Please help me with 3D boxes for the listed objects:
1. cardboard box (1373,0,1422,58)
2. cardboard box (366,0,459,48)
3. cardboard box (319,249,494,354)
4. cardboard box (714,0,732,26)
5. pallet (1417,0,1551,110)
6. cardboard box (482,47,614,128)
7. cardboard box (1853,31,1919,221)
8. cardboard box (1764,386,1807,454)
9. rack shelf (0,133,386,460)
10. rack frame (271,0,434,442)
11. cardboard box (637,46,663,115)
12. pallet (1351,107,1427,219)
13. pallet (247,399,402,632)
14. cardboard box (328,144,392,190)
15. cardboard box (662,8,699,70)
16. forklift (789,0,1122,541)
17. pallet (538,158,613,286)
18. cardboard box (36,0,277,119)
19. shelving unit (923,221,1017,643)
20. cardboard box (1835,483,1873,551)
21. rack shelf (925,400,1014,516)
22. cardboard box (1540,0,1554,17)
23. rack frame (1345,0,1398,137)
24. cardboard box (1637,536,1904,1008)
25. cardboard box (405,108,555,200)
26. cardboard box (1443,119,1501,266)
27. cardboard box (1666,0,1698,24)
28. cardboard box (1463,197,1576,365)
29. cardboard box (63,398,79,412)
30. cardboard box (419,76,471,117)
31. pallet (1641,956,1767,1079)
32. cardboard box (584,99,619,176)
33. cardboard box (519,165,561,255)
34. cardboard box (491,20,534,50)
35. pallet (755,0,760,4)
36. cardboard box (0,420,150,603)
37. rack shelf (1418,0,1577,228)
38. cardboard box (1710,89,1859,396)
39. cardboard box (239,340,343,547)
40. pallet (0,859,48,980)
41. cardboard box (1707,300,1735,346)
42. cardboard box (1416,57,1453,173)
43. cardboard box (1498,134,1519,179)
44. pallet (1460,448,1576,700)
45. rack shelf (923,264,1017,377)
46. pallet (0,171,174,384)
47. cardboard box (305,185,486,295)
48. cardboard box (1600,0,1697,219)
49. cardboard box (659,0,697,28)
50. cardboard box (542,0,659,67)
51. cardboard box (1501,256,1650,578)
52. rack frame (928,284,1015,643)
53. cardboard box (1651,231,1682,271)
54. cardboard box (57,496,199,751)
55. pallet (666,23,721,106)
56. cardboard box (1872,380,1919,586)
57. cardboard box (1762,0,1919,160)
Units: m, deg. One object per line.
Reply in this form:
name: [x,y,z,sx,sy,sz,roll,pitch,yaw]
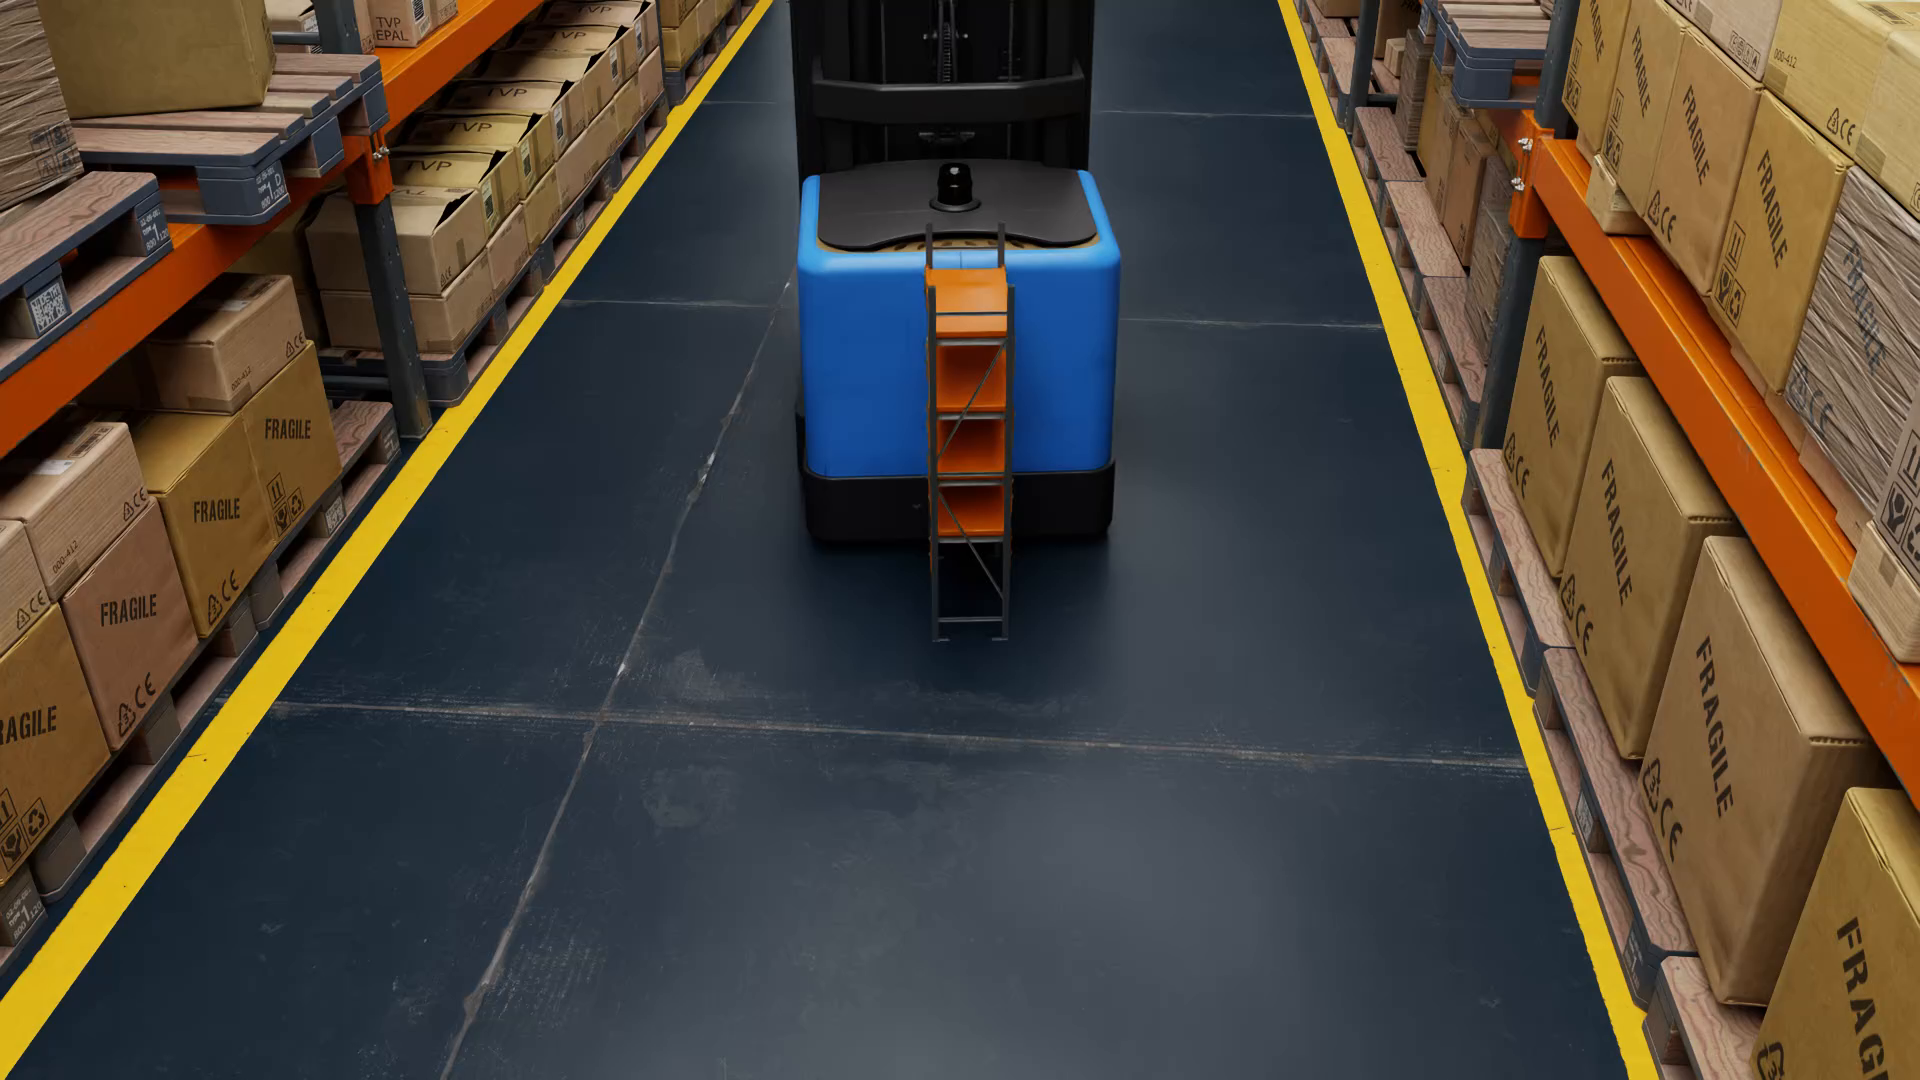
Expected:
cardboard box: [2.758,-3.256,10.138,0.500,0.500,0.500,0,32,0]
cardboard box: [-2.284,-2.128,6.429,0.500,0.311,0.500,2,32,3]
cardboard box: [-2.215,-0.976,6.696,0.500,0.250,0.500,2,32,4]
cardboard box: [-1.793,-3.558,10.886,0.500,0.250,0.500,2,32,4]
pallet: [2.339,-1.793,5.982,1.213,0.211,1.003,2,32,4]
cardboard box: [-2.051,-2.288,8.290,0.500,0.311,0.500,2,32,4]
cardboard box: [1.938,-0.691,2.900,0.500,0.250,0.500,3,32,5]
cardboard box: [1.987,-0.297,3.593,0.380,0.149,0.250,3,32,6]
rack shelf: [-2.713,-0.355,4.152,1.077,0.370,4.000,2,32,4]
rack frame: [-2.550,-1.707,5.660,1.000,3.000,0.127,2,32,4]
cardboard box: [-1.969,-2.577,9.294,0.500,0.250,0.500,2,32,4]
pallet: [2.651,-1.994,8.785,1.003,0.211,1.213,2,32,4]
pallet: [-2.649,-0.131,5.761,1.003,0.211,1.213,2,32,4]
cardboard box: [-2.717,-1.510,7.027,0.500,0.311,0.500,2,32,3]
cardboard box: [-1.885,-3.036,10.038,0.500,0.250,0.500,2,32,4]
forklift: [-0.078,-1.988,6.182,1.130,2.935,3.031,-2,32,-3]
pallet: [-2.342,-1.585,8.120,1.003,0.211,1.213,2,32,4]
cardboard box: [-2.489,-1.594,4.982,0.700,0.500,0.500,-8,33,-13]
shelving unit: [0.024,-0.320,5.126,0.258,1.200,0.503,-1,32,-2]
cardboard box: [1.919,-0.028,3.157,0.380,0.149,0.250,2,32,4]
rack shelf: [0.024,-0.263,5.161,0.258,0.148,0.480,-1,32,-2]
cardboard box: [2.416,-1.973,5.578,0.700,0.500,0.500,-1,32,-2]
rack frame: [2.713,-3.589,8.714,1.000,3.000,0.127,2,32,4]
cardboard box: [2.054,0.521,3.695,0.750,0.750,0.750,3,32,5]
cardboard box: [-2.137,-1.757,7.427,0.500,0.311,0.500,2,32,3]
cardboard box: [2.564,-1.524,7.328,0.700,0.500,0.500,2,32,4]
cardboard box: [2.050,-1.487,4.190,0.500,0.250,0.500,2,32,3]
cardboard box: [2.394,-0.999,6.475,0.700,0.500,0.500,3,32,5]
cardboard box: [-2.909,-0.330,5.390,0.500,0.500,0.500,1,32,2]
cardboard box: [-2.630,-2.036,7.880,0.500,0.311,0.500,3,32,5]
pallet: [2.049,1.375,3.318,1.003,0.211,1.213,2,32,4]
cardboard box: [-2.054,-2.045,8.430,0.500,0.250,0.500,3,32,5]
cardboard box: [-2.138,-1.511,7.564,0.500,0.250,0.500,2,32,3]
cardboard box: [-2.552,-2.578,8.761,0.500,0.311,0.500,2,32,3]
pallet: [-1.919,-4.301,12.528,1.003,0.211,1.213,2,32,4]
cardboard box: [-2.472,-0.085,4.278,0.500,0.250,0.500,2,32,3]
rack shelf: [2.550,-2.237,7.206,1.077,0.370,4.000,2,32,4]
cardboard box: [1.965,-0.626,3.509,0.500,0.500,0.500,3,32,5]
cardboard box: [-2.392,-0.331,5.391,0.500,0.500,0.500,4,32,6]
pallet: [-2.847,1.145,3.691,1.003,0.211,1.213,2,32,4]
cardboard box: [2.053,-0.562,4.024,0.380,0.149,0.250,3,32,5]
cardboard box: [2.678,-2.054,8.187,0.700,0.500,0.500,2,32,3]
cardboard box: [2.503,-1.614,6.758,0.500,0.250,0.500,3,32,5]
pallet: [2.248,0.099,5.388,1.003,0.211,1.213,2,32,4]
rack shelf: [0.024,-0.655,4.920,0.258,0.148,0.480,-1,32,-2]
pallet: [-2.704,-0.608,4.060,1.003,0.211,1.213,2,32,4]
cardboard box: [-2.215,-1.215,6.548,0.500,0.311,0.500,3,32,6]
cardboard box: [2.041,-1.158,4.372,0.500,0.500,0.500,3,32,6]
cardboard box: [-1.875,-3.355,9.841,0.500,0.500,0.500,2,32,4]
cardboard box: [-1.972,-2.821,9.155,0.500,0.311,0.500,2,32,4]
cardboard box: [2.197,-0.382,5.159,0.750,0.750,0.750,2,32,3]
rack frame: [0.032,-0.192,4.918,0.240,1.200,0.015,-1,32,-2]
cardboard box: [2.097,-0.833,4.463,0.380,0.149,0.250,2,32,3]
cardboard box: [-2.471,0.215,4.506,0.500,0.500,0.500,1,32,2]
pallet: [-2.118,-3.025,10.458,1.003,0.211,1.213,2,32,4]
cardboard box: [1.880,-0.102,2.659,0.500,0.500,0.500,3,32,4]
cardboard box: [1.978,-0.958,3.332,0.500,0.250,0.500,2,32,3]
